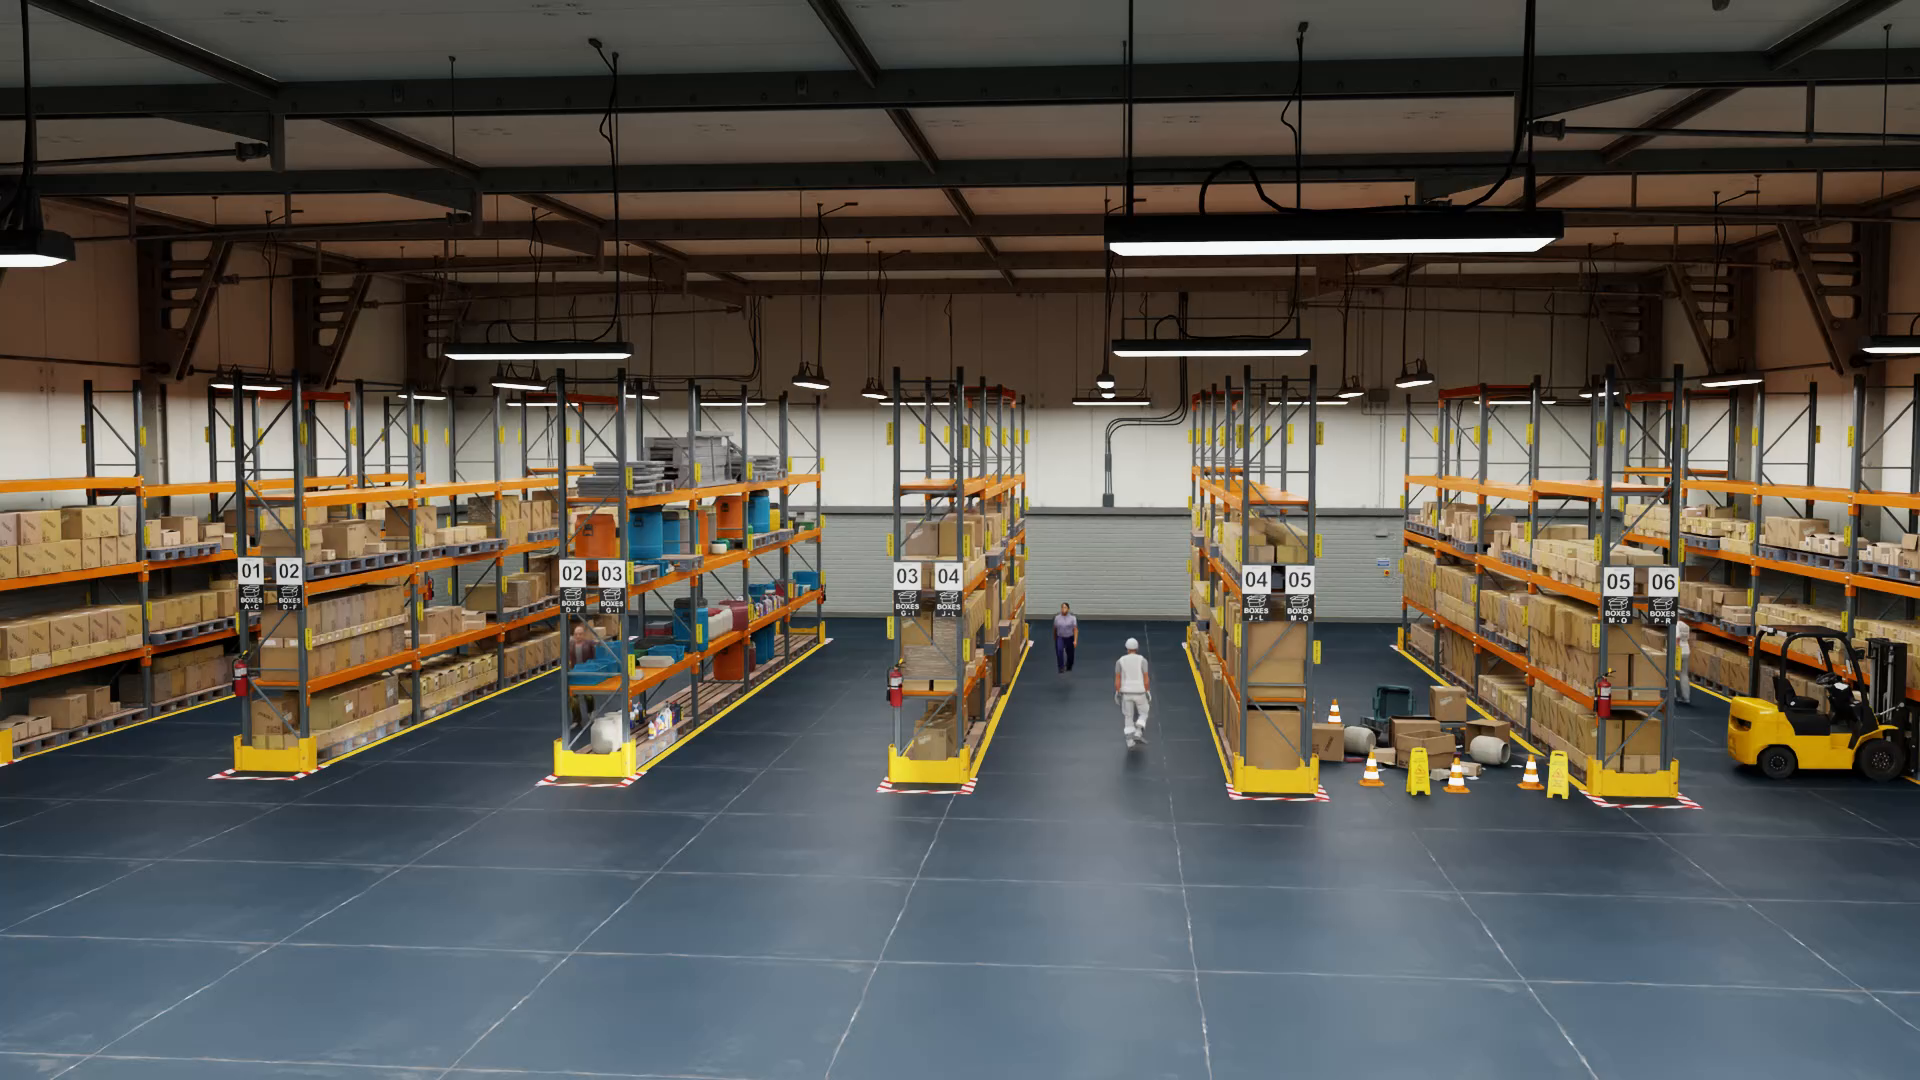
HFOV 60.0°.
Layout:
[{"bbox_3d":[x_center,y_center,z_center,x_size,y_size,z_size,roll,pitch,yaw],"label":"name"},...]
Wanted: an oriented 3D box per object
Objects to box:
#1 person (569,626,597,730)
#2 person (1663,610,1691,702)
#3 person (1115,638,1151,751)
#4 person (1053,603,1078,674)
[{"bbox_3d":[-6.530,2.349,28.710,0.667,1.763,0.753,0,4,0],"label":"person"},{"bbox_3d":[13.552,2.202,31.302,0.548,1.816,0.545,-1,4,-13],"label":"person"},{"bbox_3d":[2.754,2.459,26.525,0.584,1.782,0.490,1,4,16],"label":"person"},{"bbox_3d":[2.118,1.962,33.333,0.494,1.416,1.007,0,4,3],"label":"person"}]
